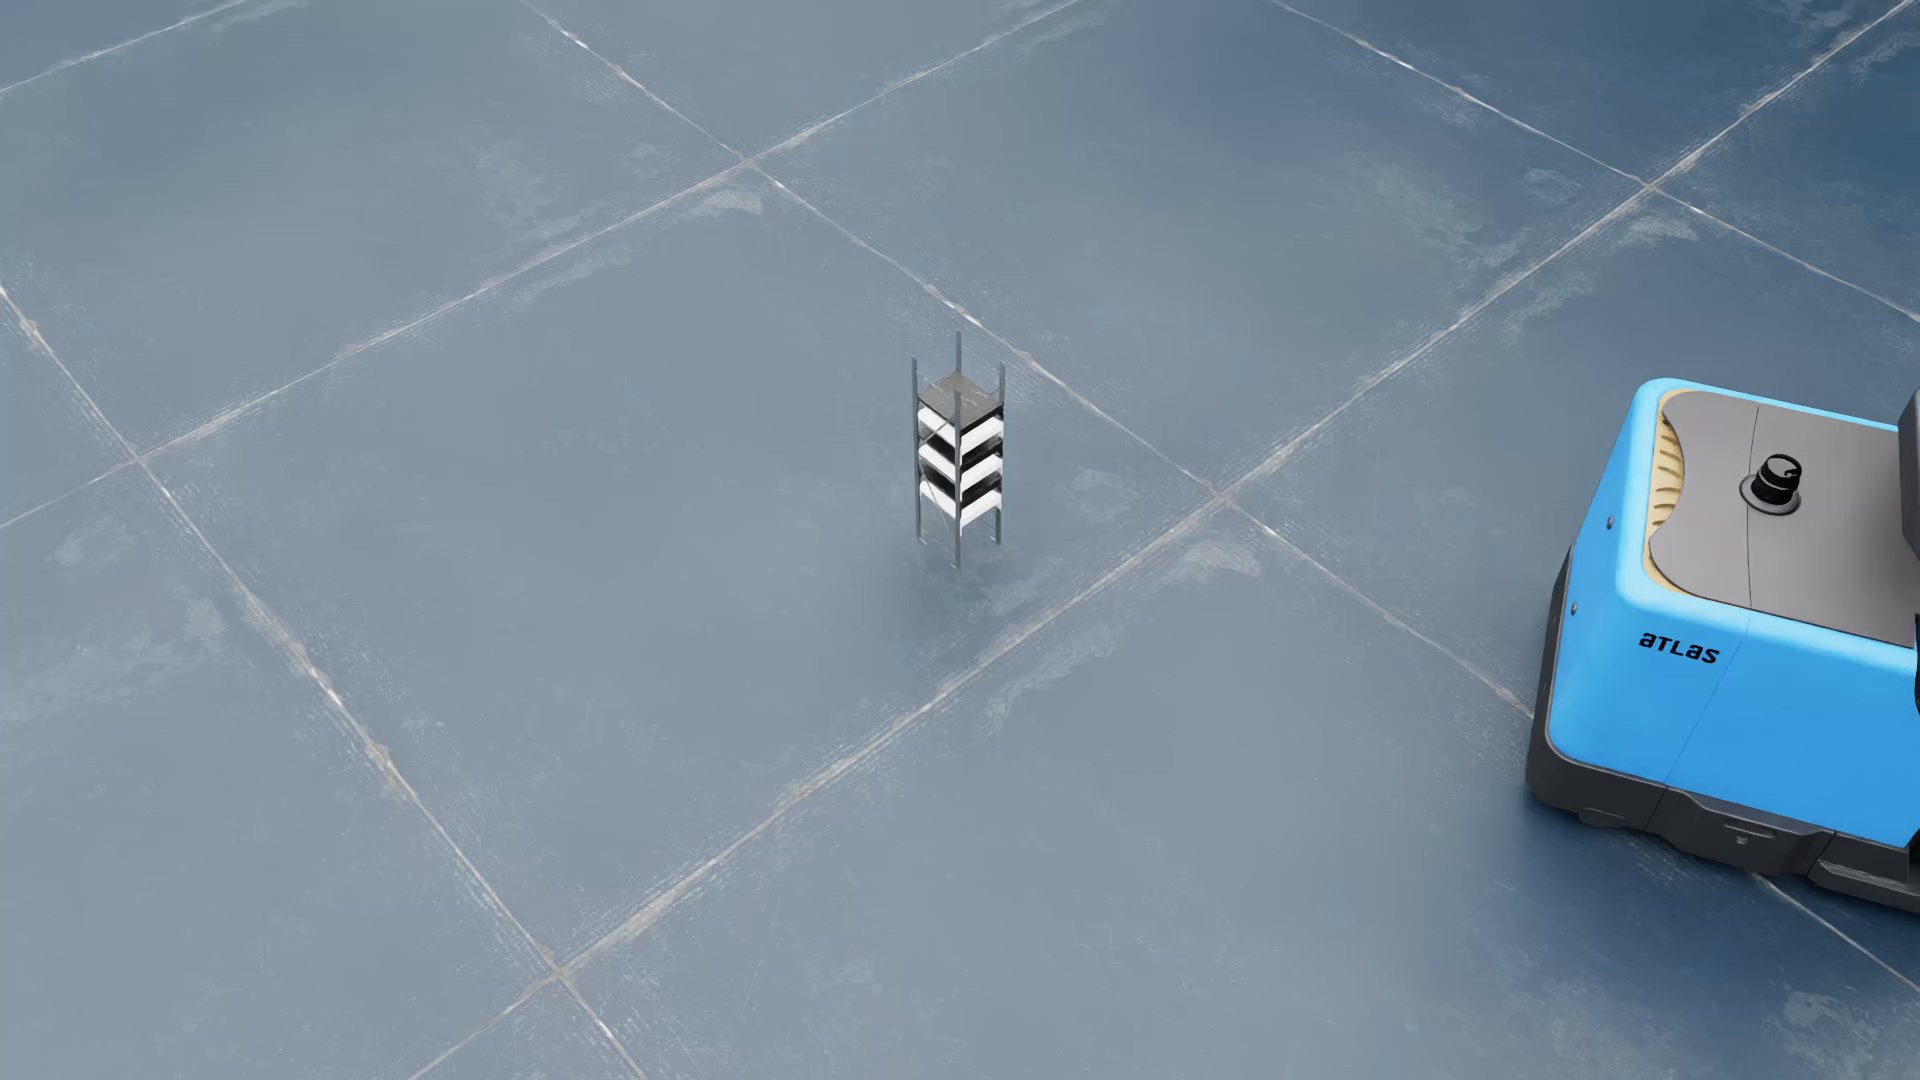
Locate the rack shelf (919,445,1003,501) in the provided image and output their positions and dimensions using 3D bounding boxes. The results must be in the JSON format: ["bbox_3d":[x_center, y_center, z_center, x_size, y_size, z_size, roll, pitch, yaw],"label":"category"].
[{"bbox_3d":[-0.006,-0.279,5.940,0.200,0.077,0.258,-34,56,-27],"label":"rack shelf"}]

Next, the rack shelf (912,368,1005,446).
[{"bbox_3d":[-0.006,-0.462,5.742,0.200,0.077,0.258,-34,56,-27],"label":"rack shelf"}]

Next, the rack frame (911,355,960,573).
[{"bbox_3d":[-0.081,-0.251,5.869,0.006,0.900,0.240,-34,56,-27],"label":"rack frame"}]

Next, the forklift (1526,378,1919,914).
[{"bbox_3d":[3.422,-0.103,4.350,3.031,2.935,1.130,15,49,13],"label":"forklift"}]

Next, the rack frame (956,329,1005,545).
[{"bbox_3d":[0.069,-0.351,5.962,0.006,0.900,0.240,-34,56,-27],"label":"rack frame"}]

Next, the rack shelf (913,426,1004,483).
[{"bbox_3d":[-0.006,-0.340,5.874,0.200,0.077,0.258,-34,56,-27],"label":"rack shelf"}]

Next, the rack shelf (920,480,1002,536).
[{"bbox_3d":[-0.006,-0.156,6.072,0.200,0.077,0.258,-34,56,-27],"label":"rack shelf"}]

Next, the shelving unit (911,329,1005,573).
[{"bbox_3d":[-0.006,-0.301,5.916,0.210,0.900,0.258,-34,56,-27],"label":"shelving unit"}]

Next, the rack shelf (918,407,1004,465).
[{"bbox_3d":[-0.006,-0.401,5.808,0.200,0.077,0.258,-34,56,-27],"label":"rack shelf"}]

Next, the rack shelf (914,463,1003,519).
[{"bbox_3d":[-0.006,-0.218,6.006,0.200,0.077,0.258,-34,56,-27],"label":"rack shelf"}]
